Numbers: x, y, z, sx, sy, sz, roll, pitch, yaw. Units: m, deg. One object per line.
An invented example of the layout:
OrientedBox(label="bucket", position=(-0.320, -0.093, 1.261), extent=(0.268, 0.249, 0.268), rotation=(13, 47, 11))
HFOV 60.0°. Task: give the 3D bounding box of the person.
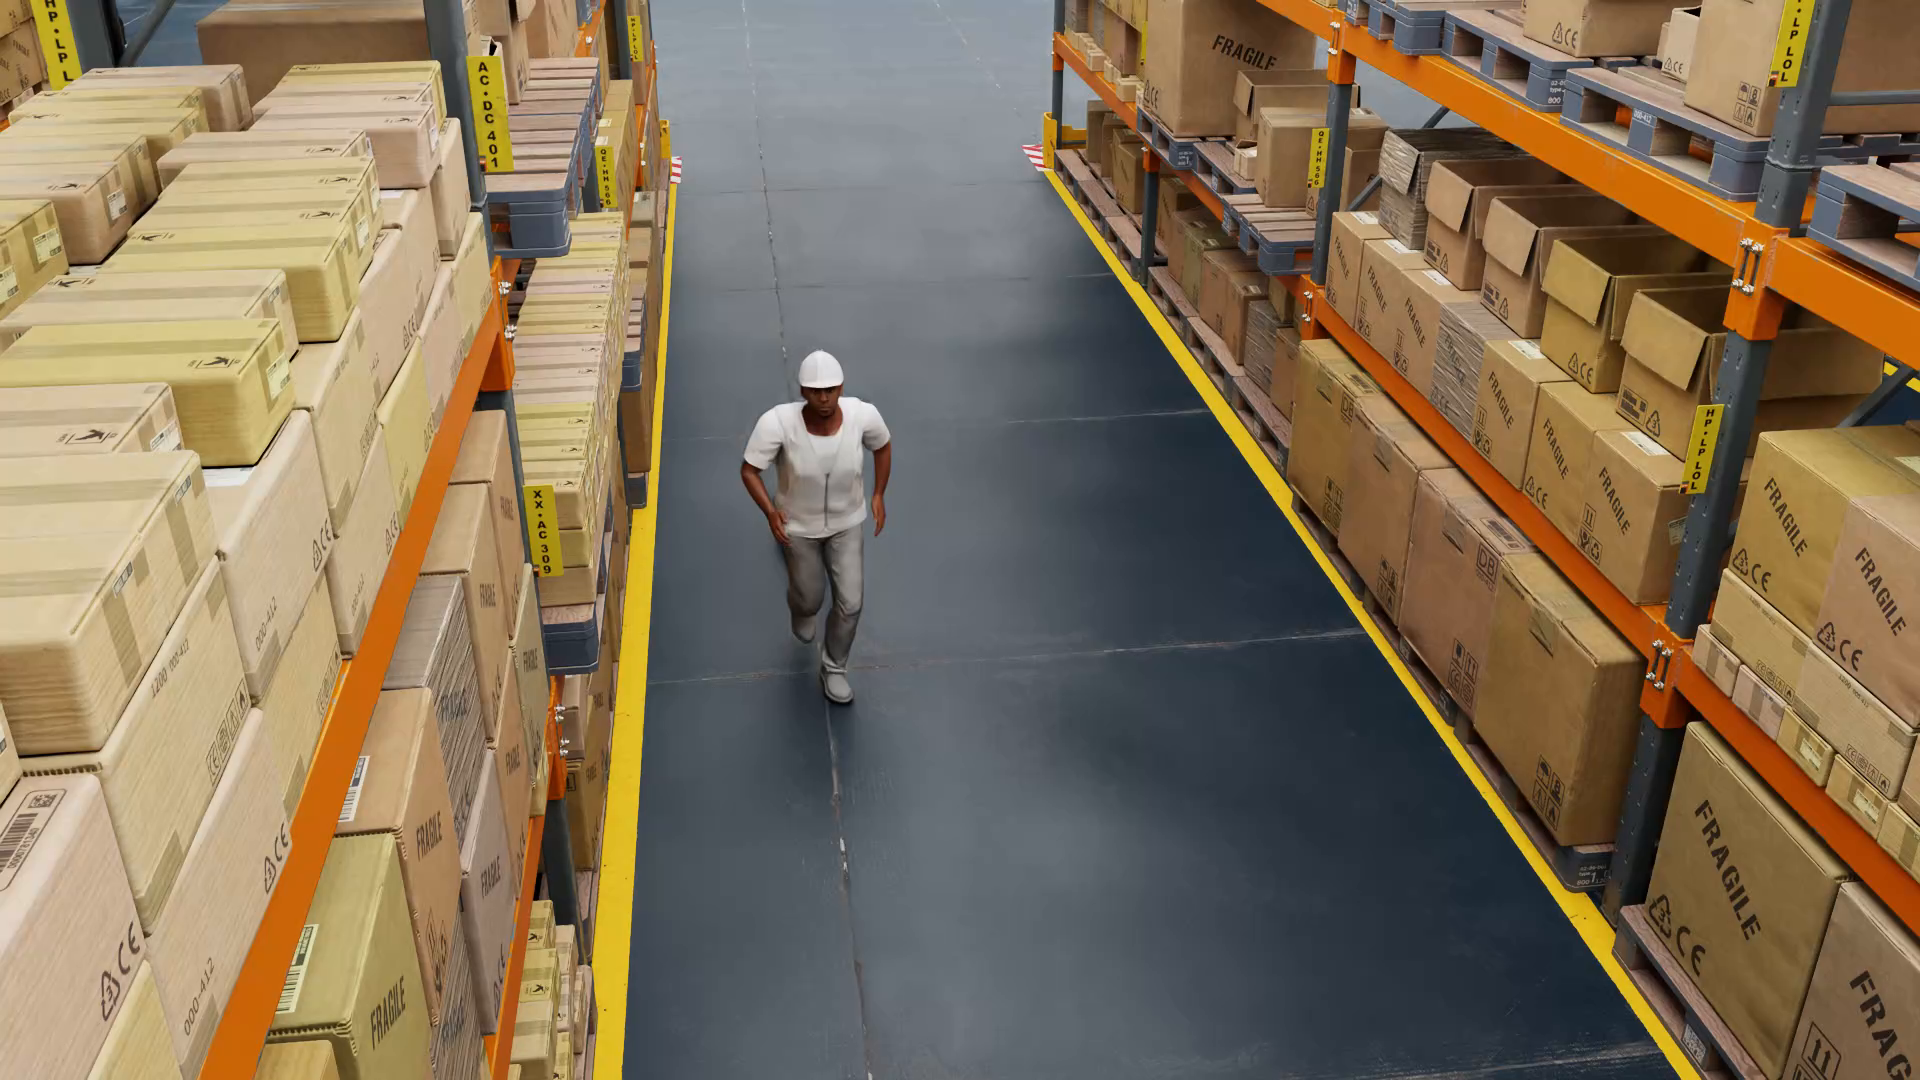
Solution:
OrientedBox(label="person", position=(-0.667, -0.124, 7.864), extent=(0.729, 1.730, 0.766), rotation=(-7, 28, -14))
